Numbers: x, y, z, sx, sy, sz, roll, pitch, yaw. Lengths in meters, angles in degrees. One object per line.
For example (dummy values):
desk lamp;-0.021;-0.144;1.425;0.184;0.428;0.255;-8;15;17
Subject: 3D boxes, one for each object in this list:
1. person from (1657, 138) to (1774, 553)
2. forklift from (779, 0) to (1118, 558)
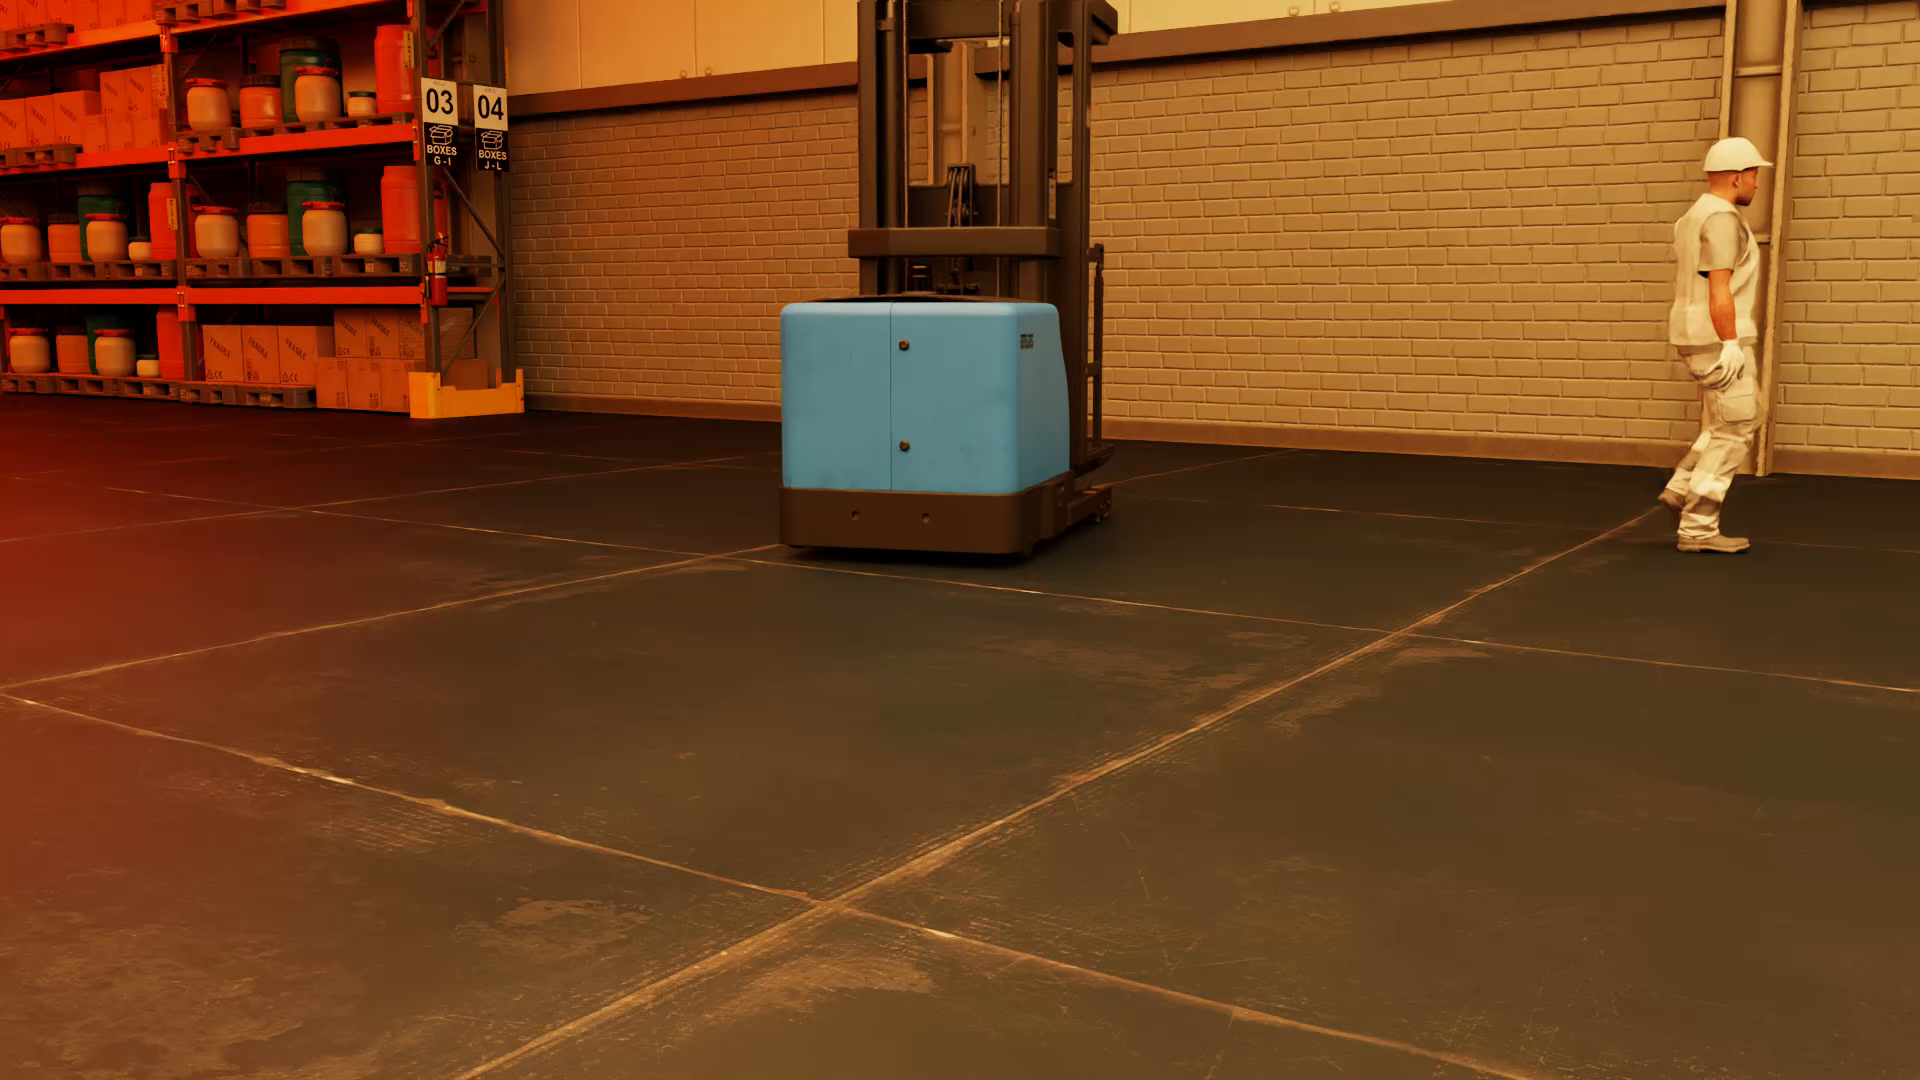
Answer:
person;3.325;-0.834;7.196;0.463;1.767;0.704;1;8;4
forklift;0.139;-1.545;8.059;1.130;2.935;3.031;2;8;16
